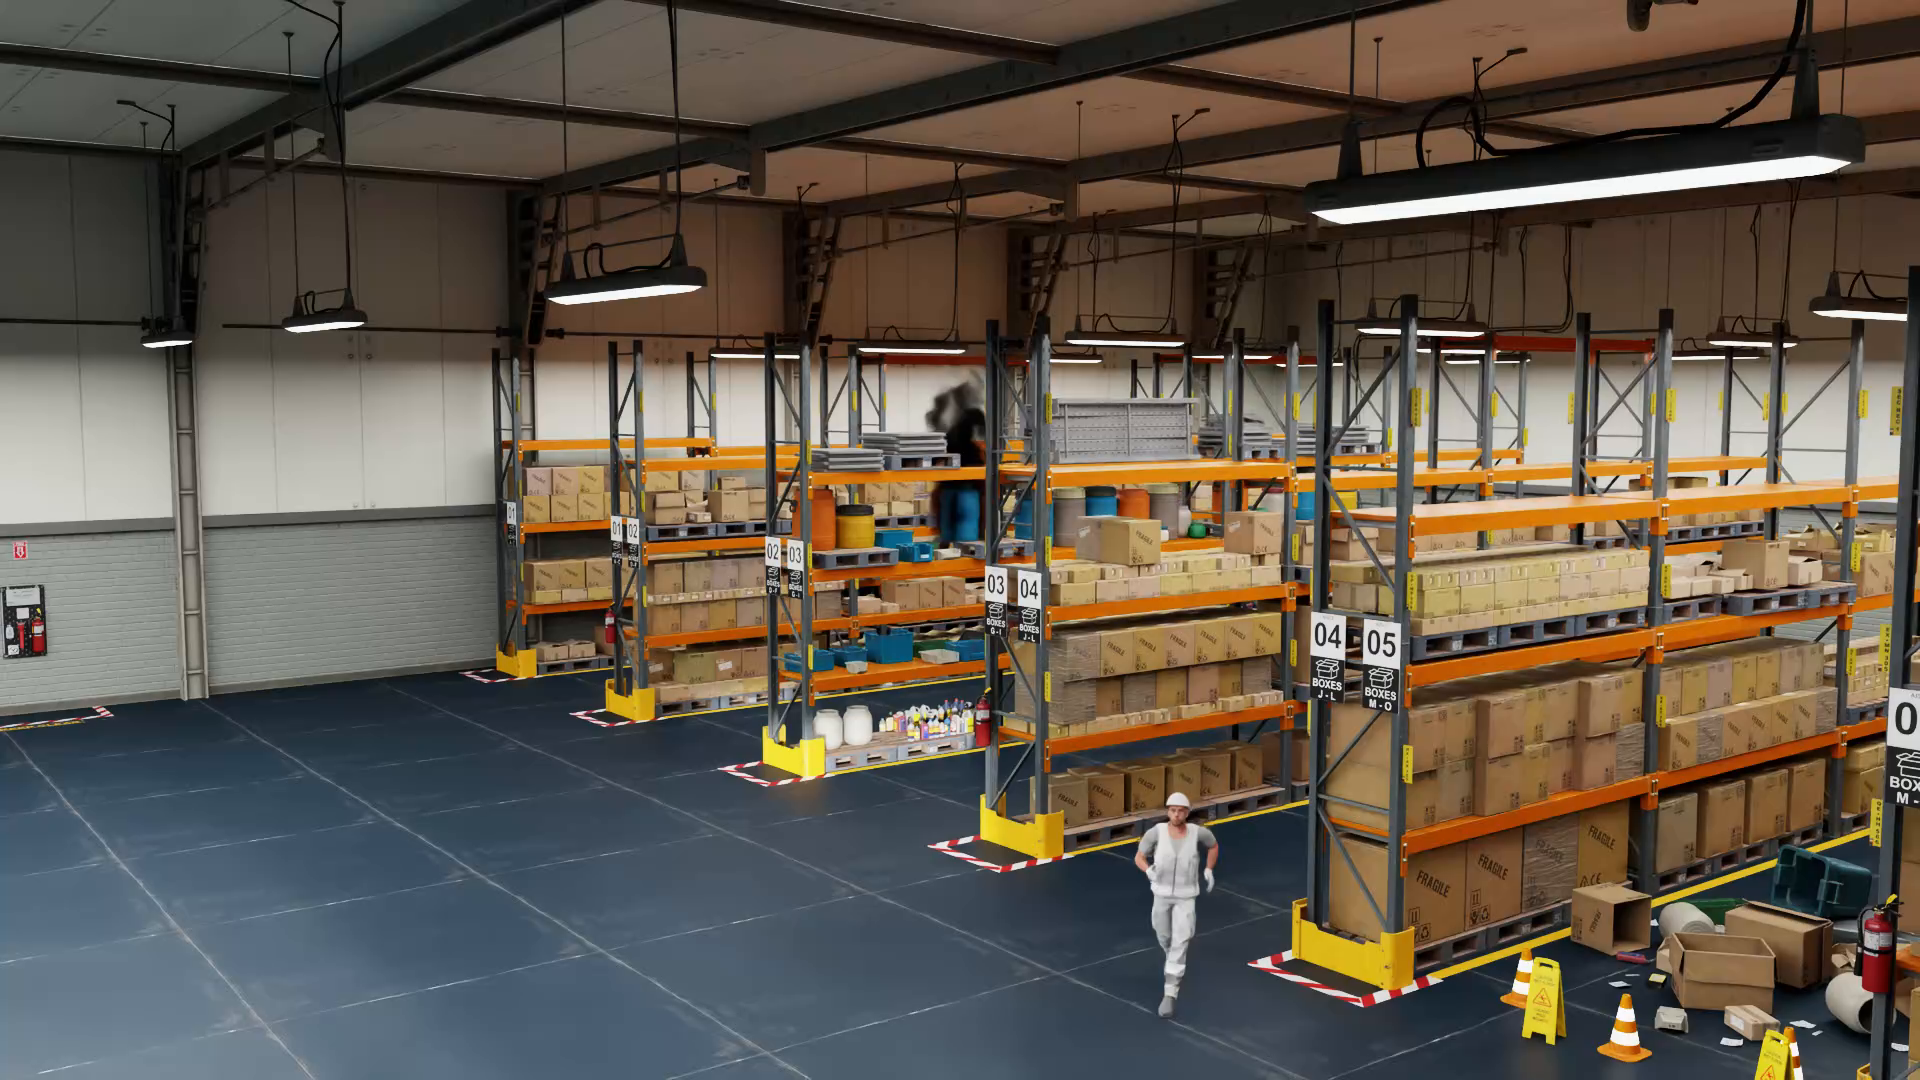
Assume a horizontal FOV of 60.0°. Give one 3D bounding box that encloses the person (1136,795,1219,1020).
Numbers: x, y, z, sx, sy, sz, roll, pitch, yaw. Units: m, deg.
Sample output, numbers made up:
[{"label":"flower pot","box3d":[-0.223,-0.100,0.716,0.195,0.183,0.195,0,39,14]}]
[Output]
[{"label":"person","box3d":[1.826,3.038,14.089,0.687,1.788,0.999,1,5,13]}]
